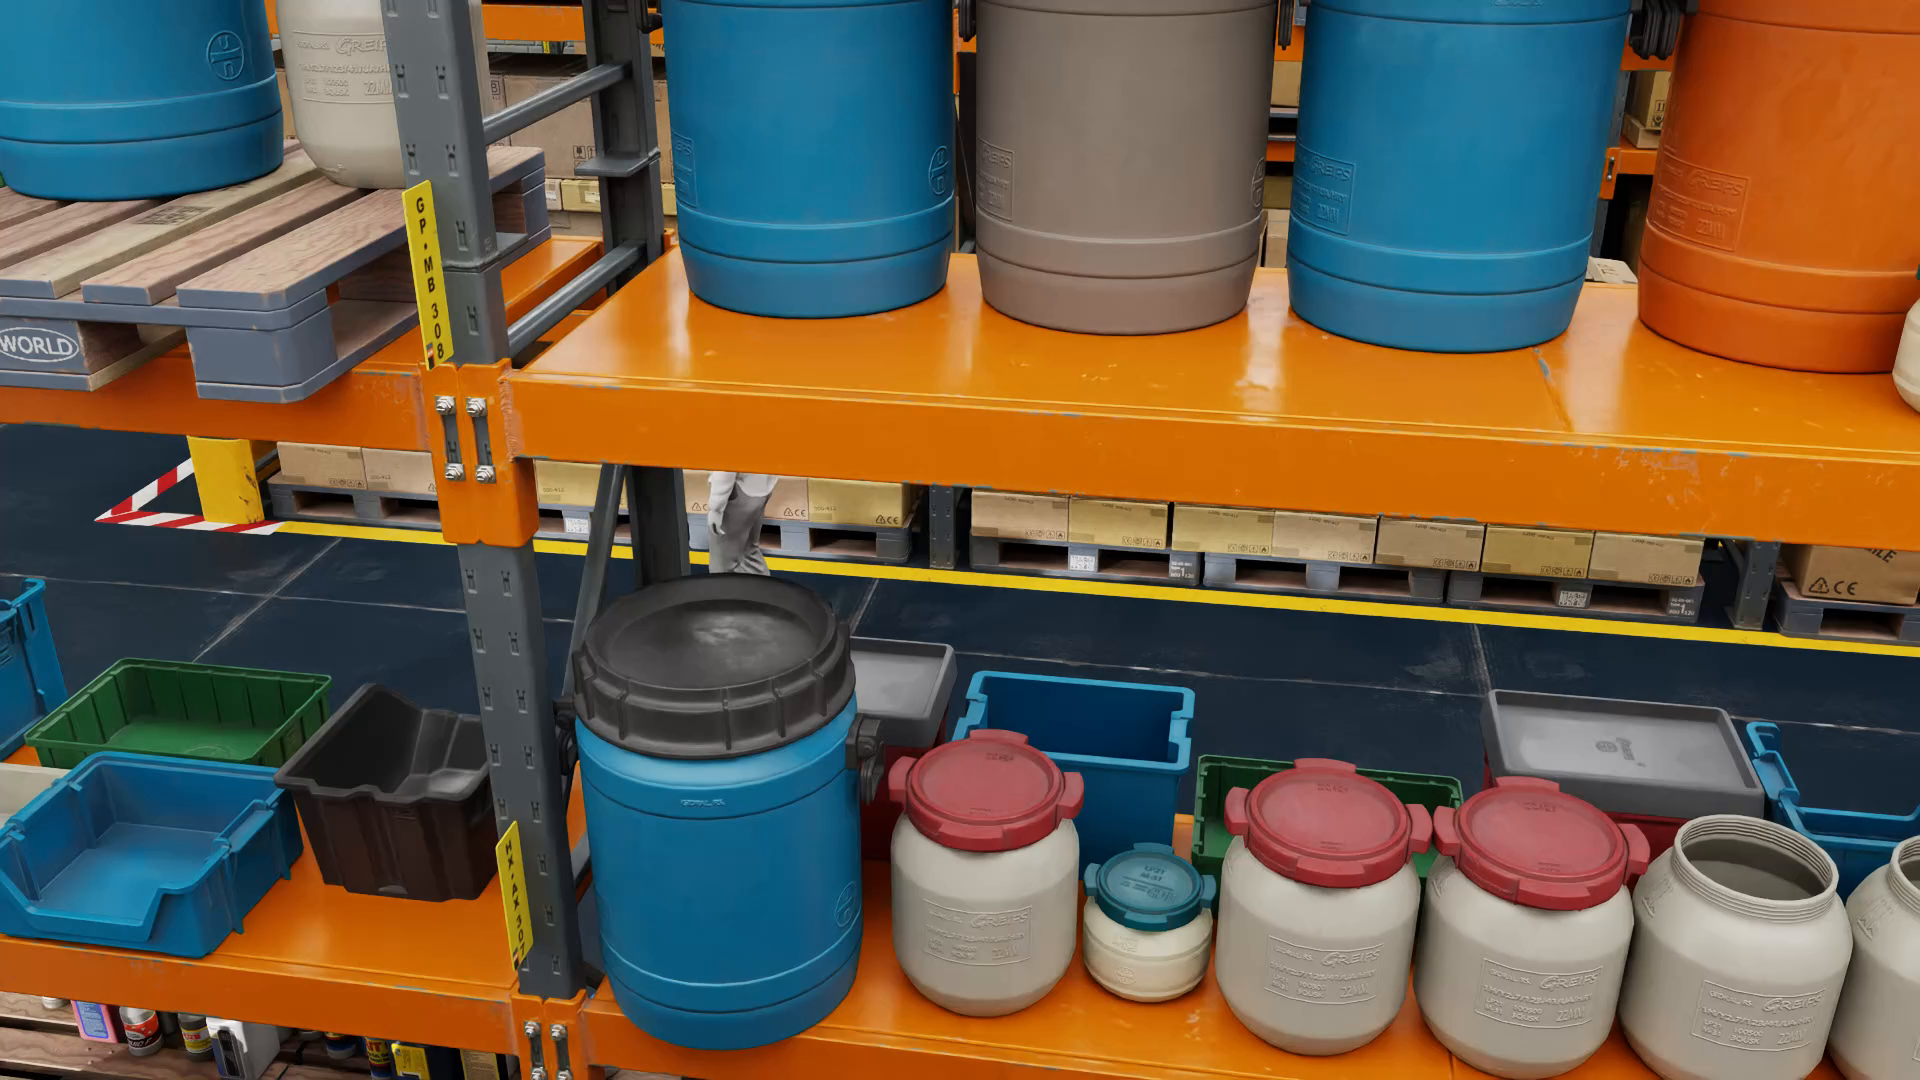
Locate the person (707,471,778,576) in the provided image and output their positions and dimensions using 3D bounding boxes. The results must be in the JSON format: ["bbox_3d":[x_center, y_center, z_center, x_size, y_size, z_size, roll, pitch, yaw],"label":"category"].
[{"bbox_3d":[-1.040,-0.224,7.582,0.404,1.663,0.531,4,25,8],"label":"person"}]
